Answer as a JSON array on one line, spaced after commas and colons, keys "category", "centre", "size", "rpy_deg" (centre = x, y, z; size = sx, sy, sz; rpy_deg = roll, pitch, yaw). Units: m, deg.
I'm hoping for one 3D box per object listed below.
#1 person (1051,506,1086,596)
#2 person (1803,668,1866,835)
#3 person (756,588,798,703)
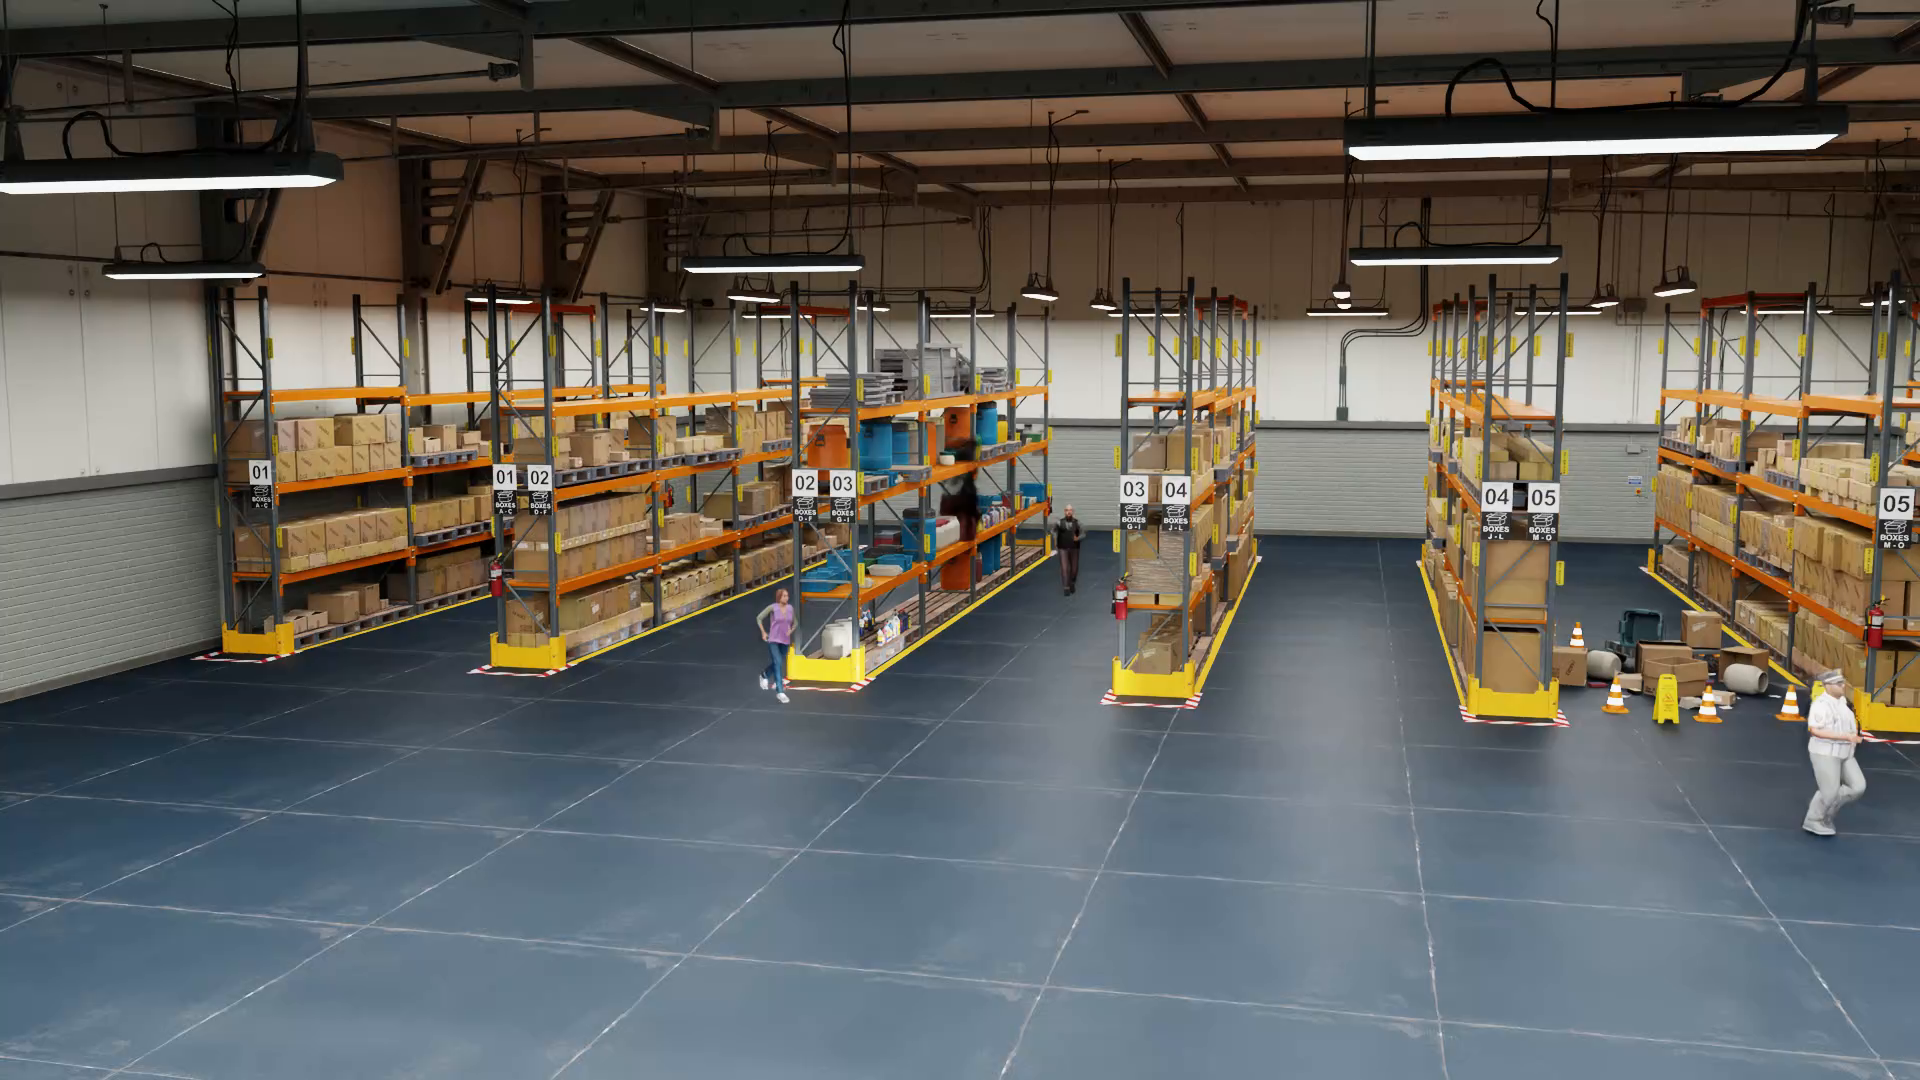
[{"category": "person", "centre": [2.084, 0.205, 31.958], "size": [0.670, 1.722, 0.796], "rpy_deg": [0, 7, 2]}, {"category": "person", "centre": [8.987, 2.192, 17.003], "size": [0.648, 1.753, 0.621], "rpy_deg": [-4, 8, -31]}, {"category": "person", "centre": [-2.595, 1.473, 23.885], "size": [0.577, 1.579, 0.918], "rpy_deg": [-5, 8, -36]}]
